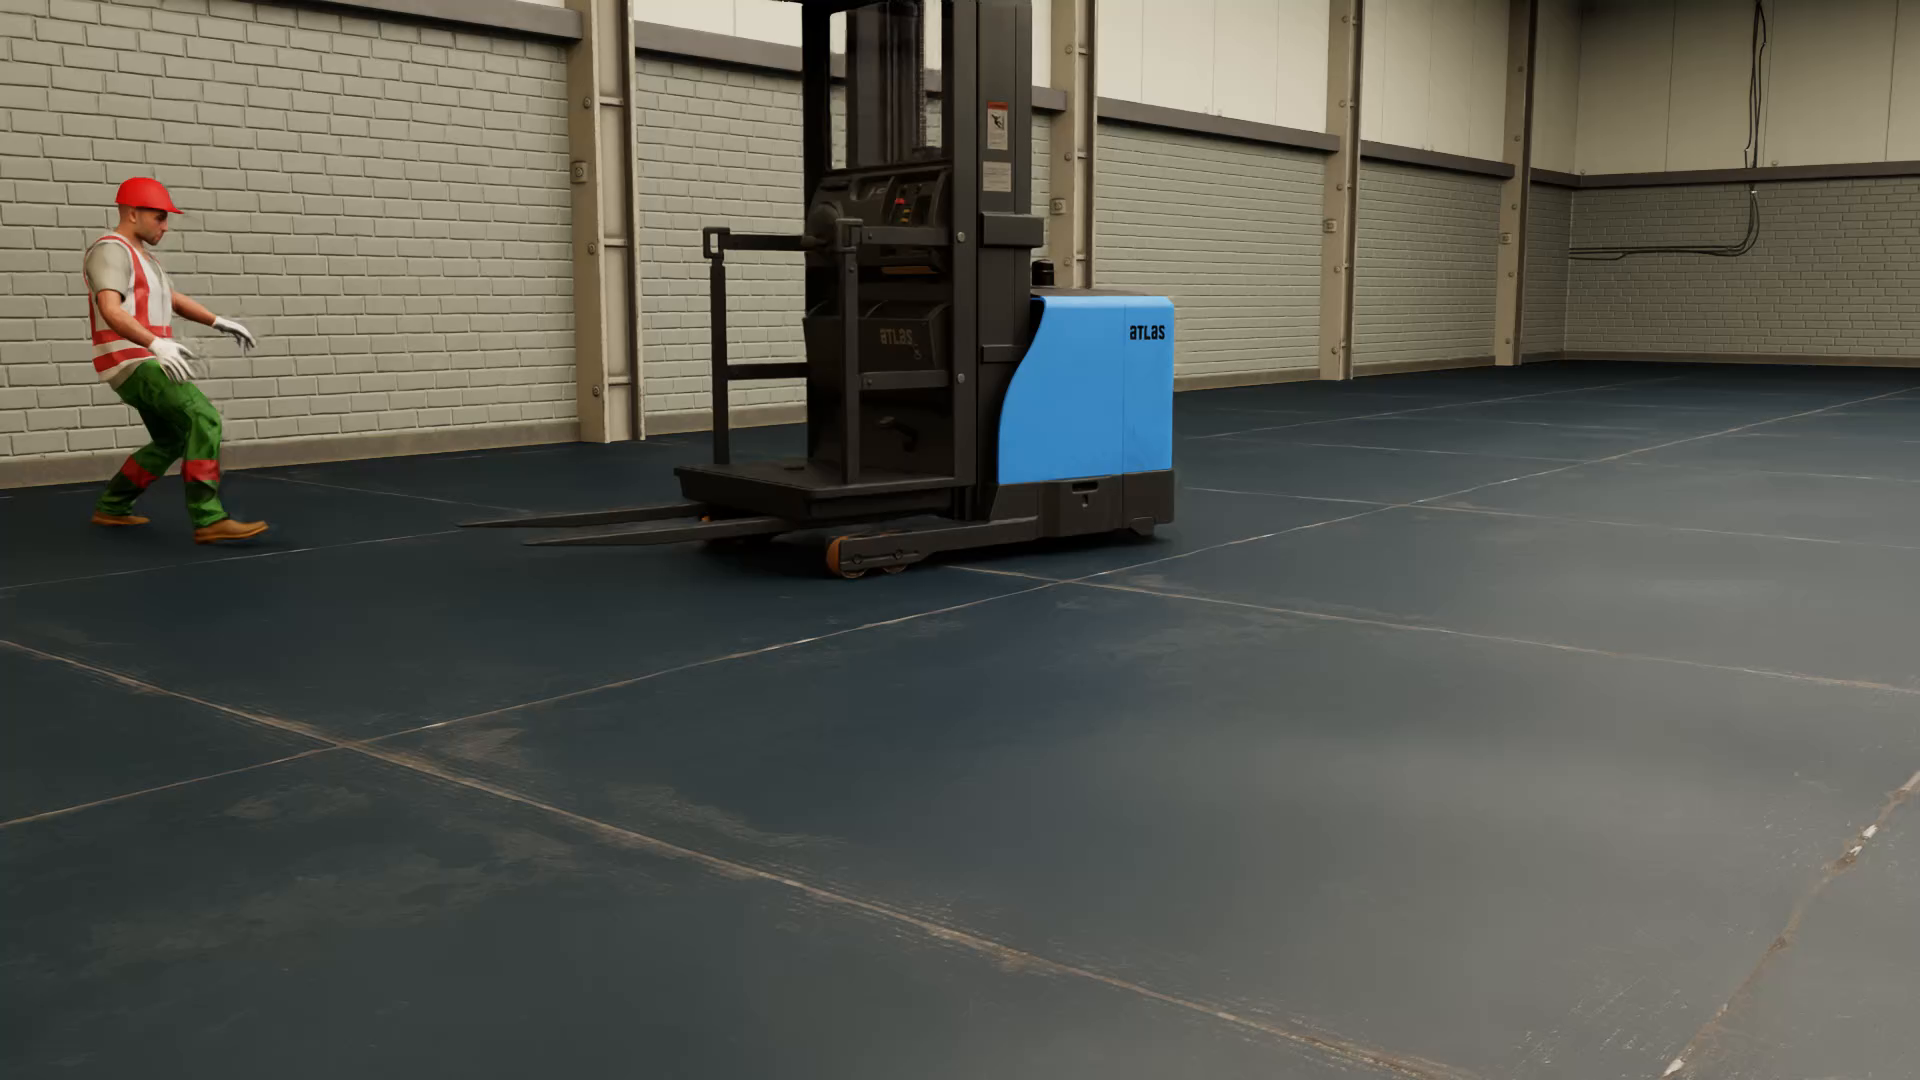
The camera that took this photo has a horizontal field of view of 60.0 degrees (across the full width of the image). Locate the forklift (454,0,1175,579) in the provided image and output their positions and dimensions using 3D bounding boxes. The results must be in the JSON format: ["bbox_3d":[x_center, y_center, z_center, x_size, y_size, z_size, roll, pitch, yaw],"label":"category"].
[{"bbox_3d":[-0.513,-1.387,6.760,3.031,2.935,1.130,-6,11,-37],"label":"forklift"}]

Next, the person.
[{"bbox_3d":[-3.559,-0.802,7.490,0.943,1.626,1.011,-1,8,-9],"label":"person"}]
